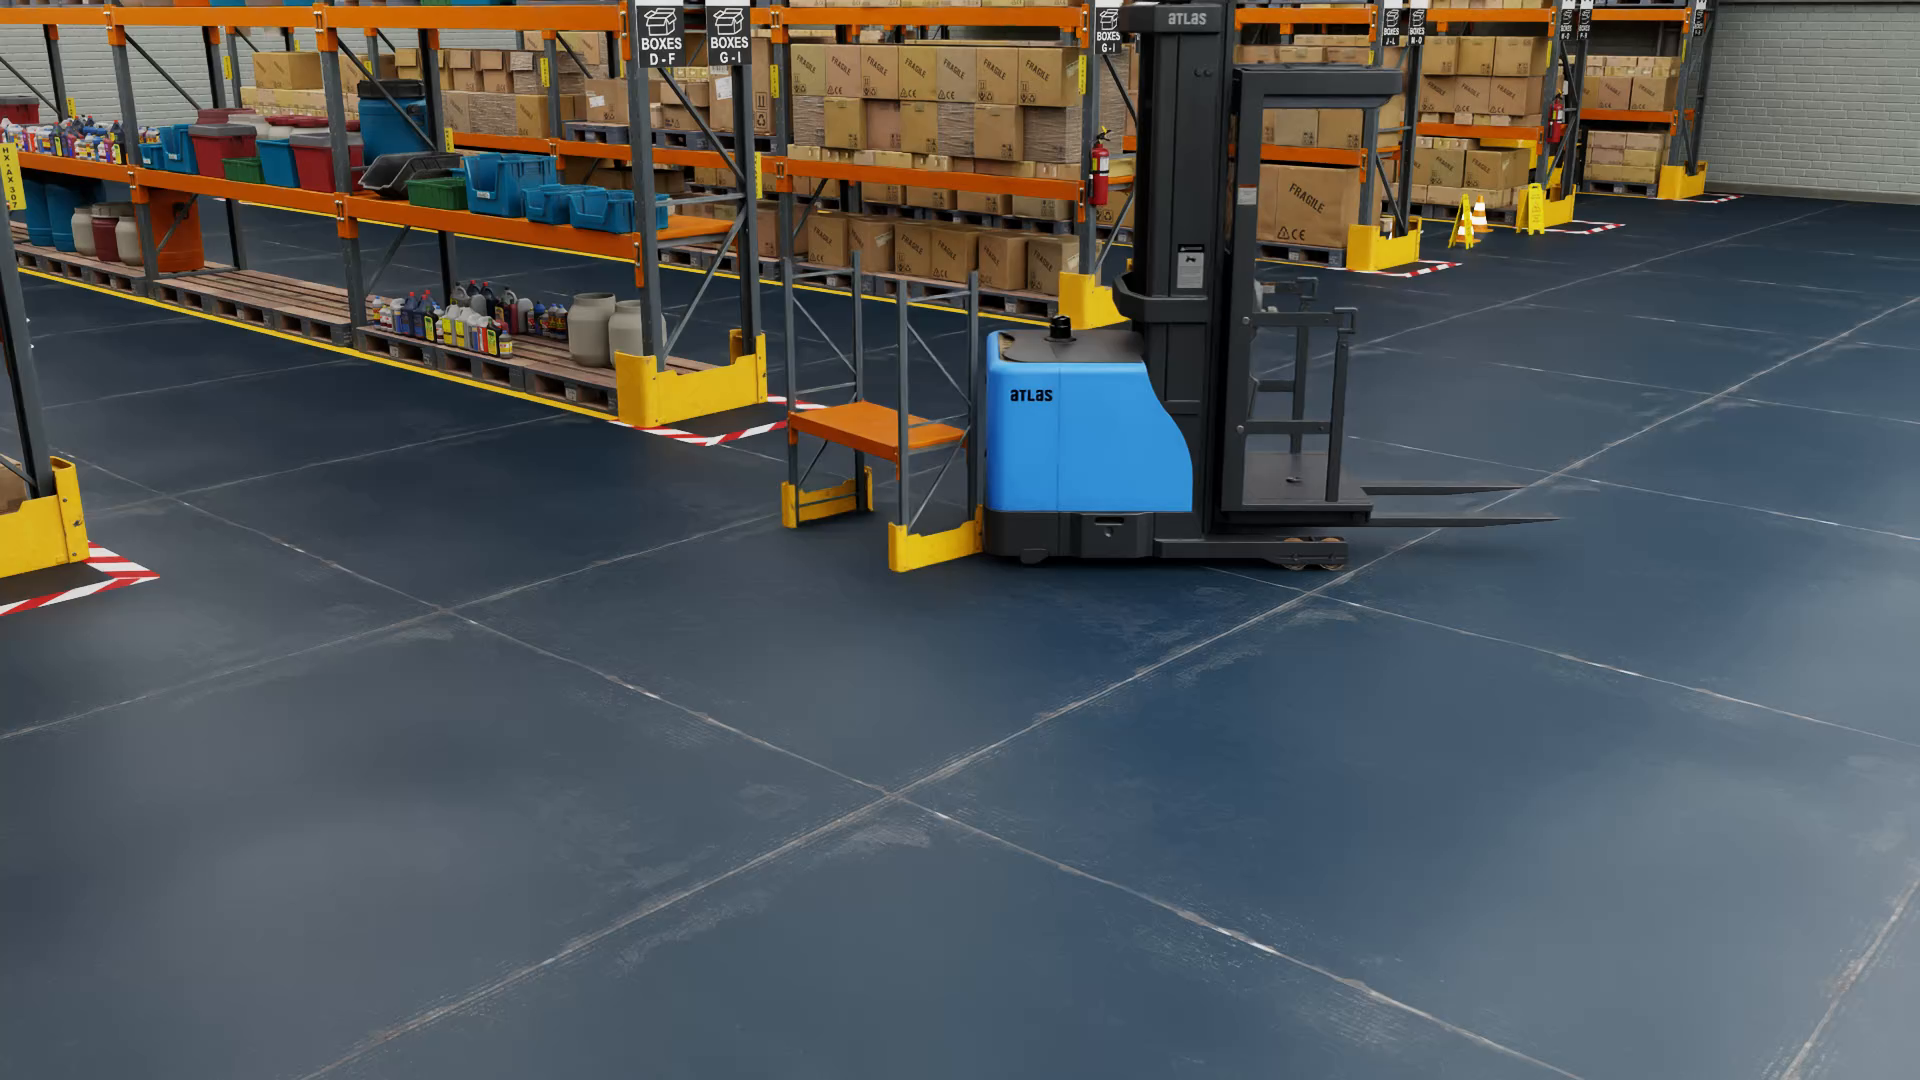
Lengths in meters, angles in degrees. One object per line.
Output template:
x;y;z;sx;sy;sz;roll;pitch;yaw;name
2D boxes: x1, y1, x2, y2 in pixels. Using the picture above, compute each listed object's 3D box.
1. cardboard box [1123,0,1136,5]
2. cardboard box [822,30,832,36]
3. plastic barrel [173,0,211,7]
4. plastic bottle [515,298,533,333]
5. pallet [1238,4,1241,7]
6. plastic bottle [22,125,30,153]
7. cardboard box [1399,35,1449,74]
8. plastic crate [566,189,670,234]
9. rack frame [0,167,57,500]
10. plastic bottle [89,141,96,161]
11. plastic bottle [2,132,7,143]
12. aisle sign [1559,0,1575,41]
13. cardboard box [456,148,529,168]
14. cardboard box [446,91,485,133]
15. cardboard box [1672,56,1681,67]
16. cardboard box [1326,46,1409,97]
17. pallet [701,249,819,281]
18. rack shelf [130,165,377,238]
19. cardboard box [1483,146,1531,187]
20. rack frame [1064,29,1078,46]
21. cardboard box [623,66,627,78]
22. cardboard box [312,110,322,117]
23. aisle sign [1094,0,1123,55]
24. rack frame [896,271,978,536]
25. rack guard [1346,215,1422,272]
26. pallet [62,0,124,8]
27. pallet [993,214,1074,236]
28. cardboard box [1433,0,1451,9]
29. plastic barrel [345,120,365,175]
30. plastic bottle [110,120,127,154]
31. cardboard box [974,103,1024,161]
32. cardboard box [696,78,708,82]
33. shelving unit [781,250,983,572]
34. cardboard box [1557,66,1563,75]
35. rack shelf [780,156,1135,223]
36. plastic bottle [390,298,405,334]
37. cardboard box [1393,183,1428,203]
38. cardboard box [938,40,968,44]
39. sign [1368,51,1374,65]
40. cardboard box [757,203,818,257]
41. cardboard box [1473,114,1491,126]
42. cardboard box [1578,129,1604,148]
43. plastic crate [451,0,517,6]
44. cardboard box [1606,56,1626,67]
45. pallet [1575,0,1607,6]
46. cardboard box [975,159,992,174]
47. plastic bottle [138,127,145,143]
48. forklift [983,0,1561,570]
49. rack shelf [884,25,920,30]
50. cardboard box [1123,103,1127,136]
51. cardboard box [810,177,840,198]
1.264;-4.998;15.190;0.500;0.250;0.500;16;24;41;cardboard box
-2.300;-9.230;30.346;0.250;0.149;0.380;14;23;38;cardboard box
-6.859;-5.259;15.056;0.708;0.830;0.600;15;23;39;plastic barrel
-3.649;-1.877;13.844;0.135;0.276;0.152;16;23;40;plastic bottle
3.870;-8.225;25.423;1.003;0.211;1.213;15;23;39;pallet
-10.155;-4.369;18.113;0.133;0.283;0.061;15;23;39;plastic bottle
6.400;-6.760;23.142;0.500;0.500;0.700;15;23;39;cardboard box
-2.408;-2.326;11.727;0.616;0.251;0.499;15;23;39;plastic crate
-5.125;-1.244;8.072;0.127;3.000;1.000;15;23;39;rack frame
-8.869;-3.992;17.061;0.097;0.201;0.097;0;18;0;plastic bottle
-10.621;-4.462;18.543;0.097;0.201;0.097;0;18;0;plastic bottle
7.885;-6.887;21.558;0.004;0.787;0.394;15;23;39;aisle sign
-5.695;-4.602;21.472;0.875;0.875;1.225;15;23;39;cardboard box
-6.204;-5.489;21.282;0.500;0.500;0.500;16;23;40;cardboard box
11.213;-7.465;25.944;0.250;0.149;0.380;14;23;38;cardboard box
4.569;-5.256;18.680;0.550;0.550;0.875;15;23;39;cardboard box
-2.122;-3.114;18.576;1.213;0.211;1.003;15;23;39;pallet
-6.322;-3.226;15.506;4.000;0.370;1.077;15;23;39;rack shelf
7.593;-5.203;23.158;0.500;0.500;0.500;14;22;37;cardboard box
2.047;-7.333;27.258;0.127;3.000;1.000;15;23;39;rack frame
-5.091;-7.323;26.570;0.500;0.500;0.500;14;23;38;cardboard box
-8.929;-6.019;23.534;0.250;0.149;0.380;15;23;38;cardboard box
1.300;-4.643;14.486;0.004;0.787;0.394;15;23;39;aisle sign
-0.111;-0.606;8.542;0.500;1.500;0.032;-14;22;-37;rack frame
4.839;-3.390;18.967;0.348;0.500;1.175;15;23;39;rack guard
-8.325;-5.485;16.791;1.213;0.211;1.003;15;23;39;pallet
1.202;-4.198;21.991;1.213;0.211;1.003;15;23;39;pallet
6.639;-7.308;22.637;0.250;0.149;0.380;14;22;38;cardboard box
-5.396;-3.473;14.873;0.433;0.535;0.433;0;18;0;plastic barrel
-9.082;-4.357;17.962;0.185;0.351;0.144;15;23;39;plastic bottle
0.606;-3.864;15.670;0.500;0.500;0.875;15;23;39;cardboard box
-3.777;-6.931;25.223;0.250;0.149;0.380;16;23;41;cardboard box
-0.439;-0.727;8.924;0.587;1.500;1.083;-14;22;-37;shelving unit
9.775;-7.536;26.660;0.250;0.149;0.380;15;23;39;cardboard box
-0.043;-3.543;16.506;4.000;0.370;1.077;15;23;39;rack shelf
-4.619;-1.856;13.778;0.135;0.276;0.152;16;24;41;plastic bottle
6.470;-4.927;23.529;0.500;0.250;0.500;14;22;37;cardboard box
-0.034;-8.310;28.518;0.500;0.500;0.500;14;23;38;cardboard box
4.450;-5.131;18.015;0.005;0.325;0.100;15;23;39;sign
-1.984;-3.434;18.378;0.500;0.500;0.700;13;22;35;cardboard box
7.169;-5.715;22.578;0.250;0.149;0.380;15;23;38;cardboard box
10.002;-6.439;26.639;0.500;0.250;0.500;15;23;40;cardboard box
-3.461;-4.101;12.141;0.575;0.384;0.392;15;23;39;plastic crate
10.359;-7.529;26.147;0.250;0.149;0.380;15;23;40;cardboard box
9.894;-8.631;26.535;1.213;0.211;1.003;15;23;39;pallet
0.359;-3.577;15.840;0.250;0.149;0.380;15;23;39;cardboard box
-8.860;-4.330;18.010;0.097;0.271;0.097;0;18;0;plastic bottle
1.647;-1.402;8.682;3.031;2.935;1.130;0;18;0;forklift
-2.440;-9.624;30.709;4.000;0.370;1.077;15;23;39;rack shelf
2.113;-5.389;20.887;0.550;0.550;0.875;15;23;39;cardboard box
-1.828;-5.274;24.210;0.500;0.500;0.500;15;23;39;cardboard box
